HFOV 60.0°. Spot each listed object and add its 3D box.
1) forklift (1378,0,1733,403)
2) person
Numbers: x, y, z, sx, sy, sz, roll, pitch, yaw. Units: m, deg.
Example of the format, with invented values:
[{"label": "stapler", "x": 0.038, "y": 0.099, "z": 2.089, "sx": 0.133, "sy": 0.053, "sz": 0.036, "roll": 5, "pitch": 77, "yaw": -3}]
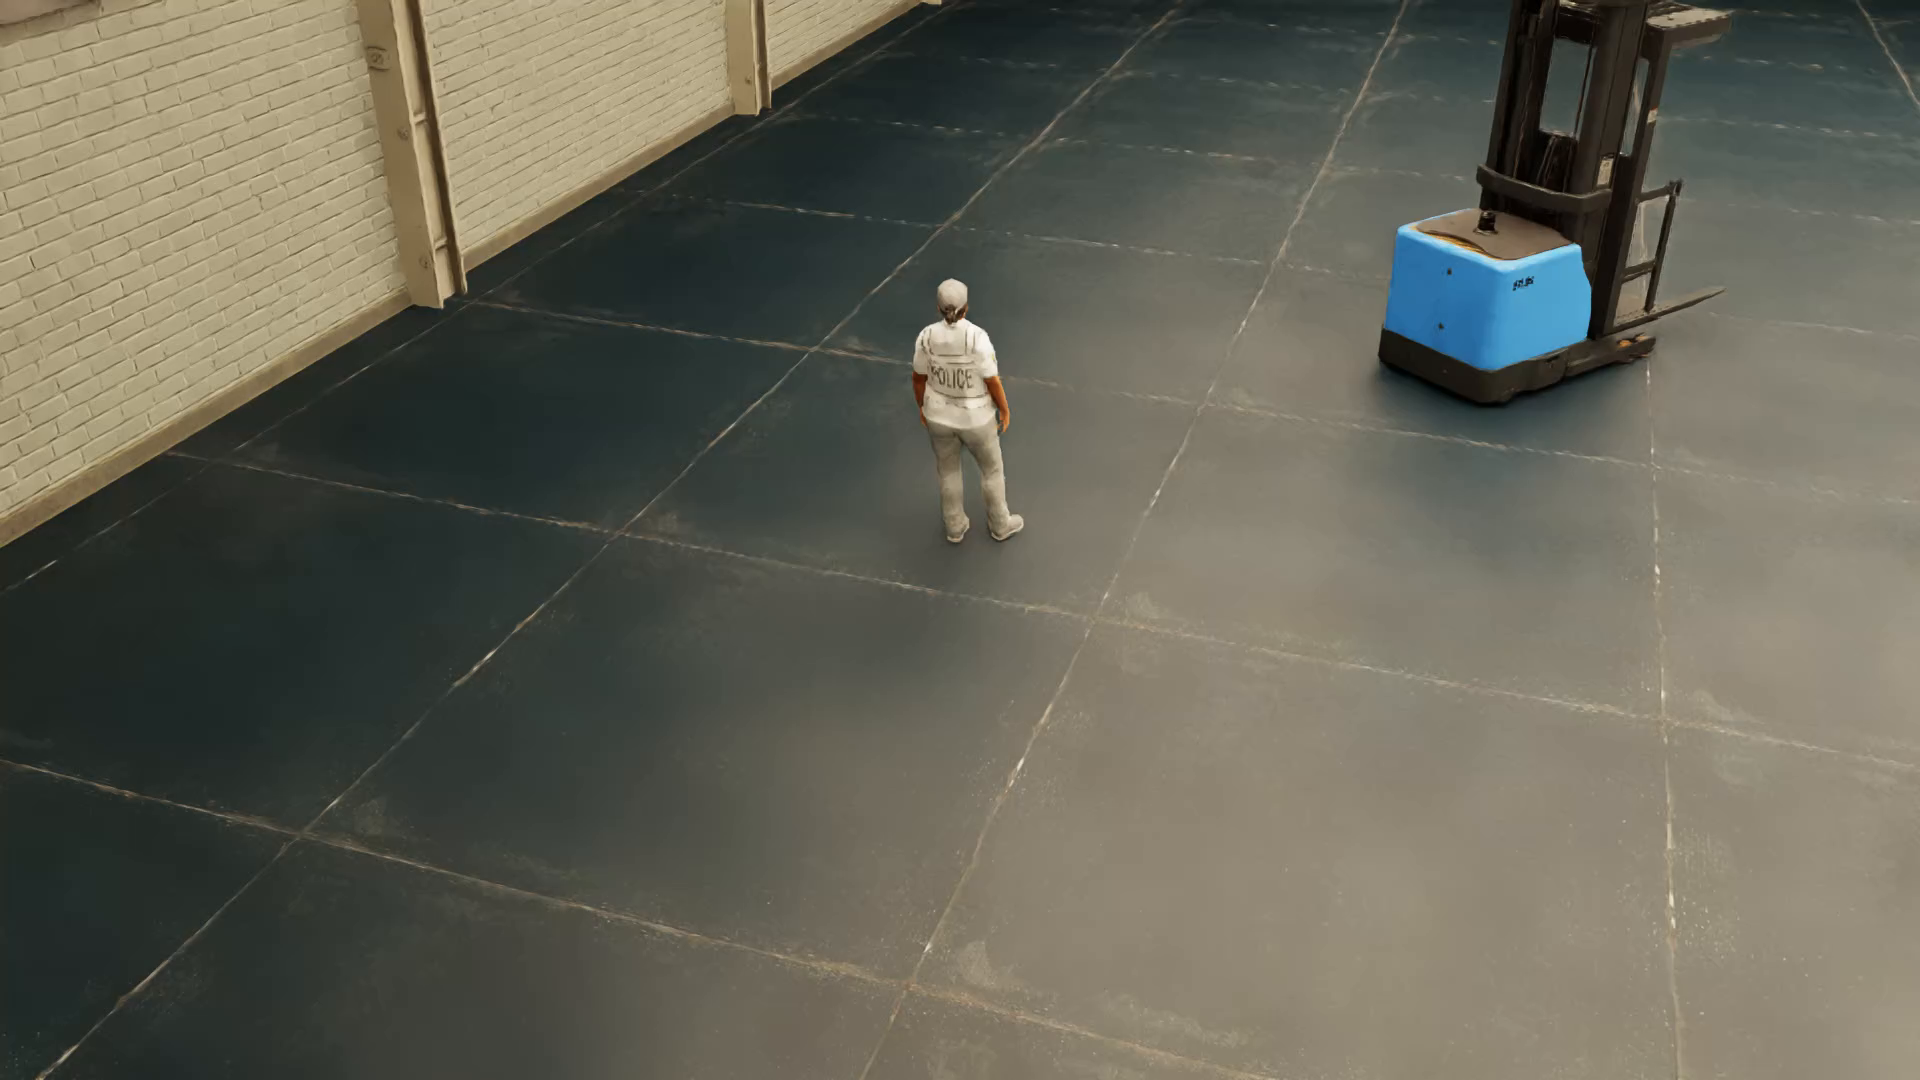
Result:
[{"label": "forklift", "x": 4.614, "y": -2.791, "z": 12.032, "sx": 3.031, "sy": 2.935, "sz": 1.130, "roll": -18, "pitch": 34, "yaw": -29}, {"label": "person", "x": 0.046, "y": -0.763, "z": 9.736, "sx": 0.598, "sy": 1.669, "sz": 0.529, "roll": 10, "pitch": 31, "yaw": 16}]
